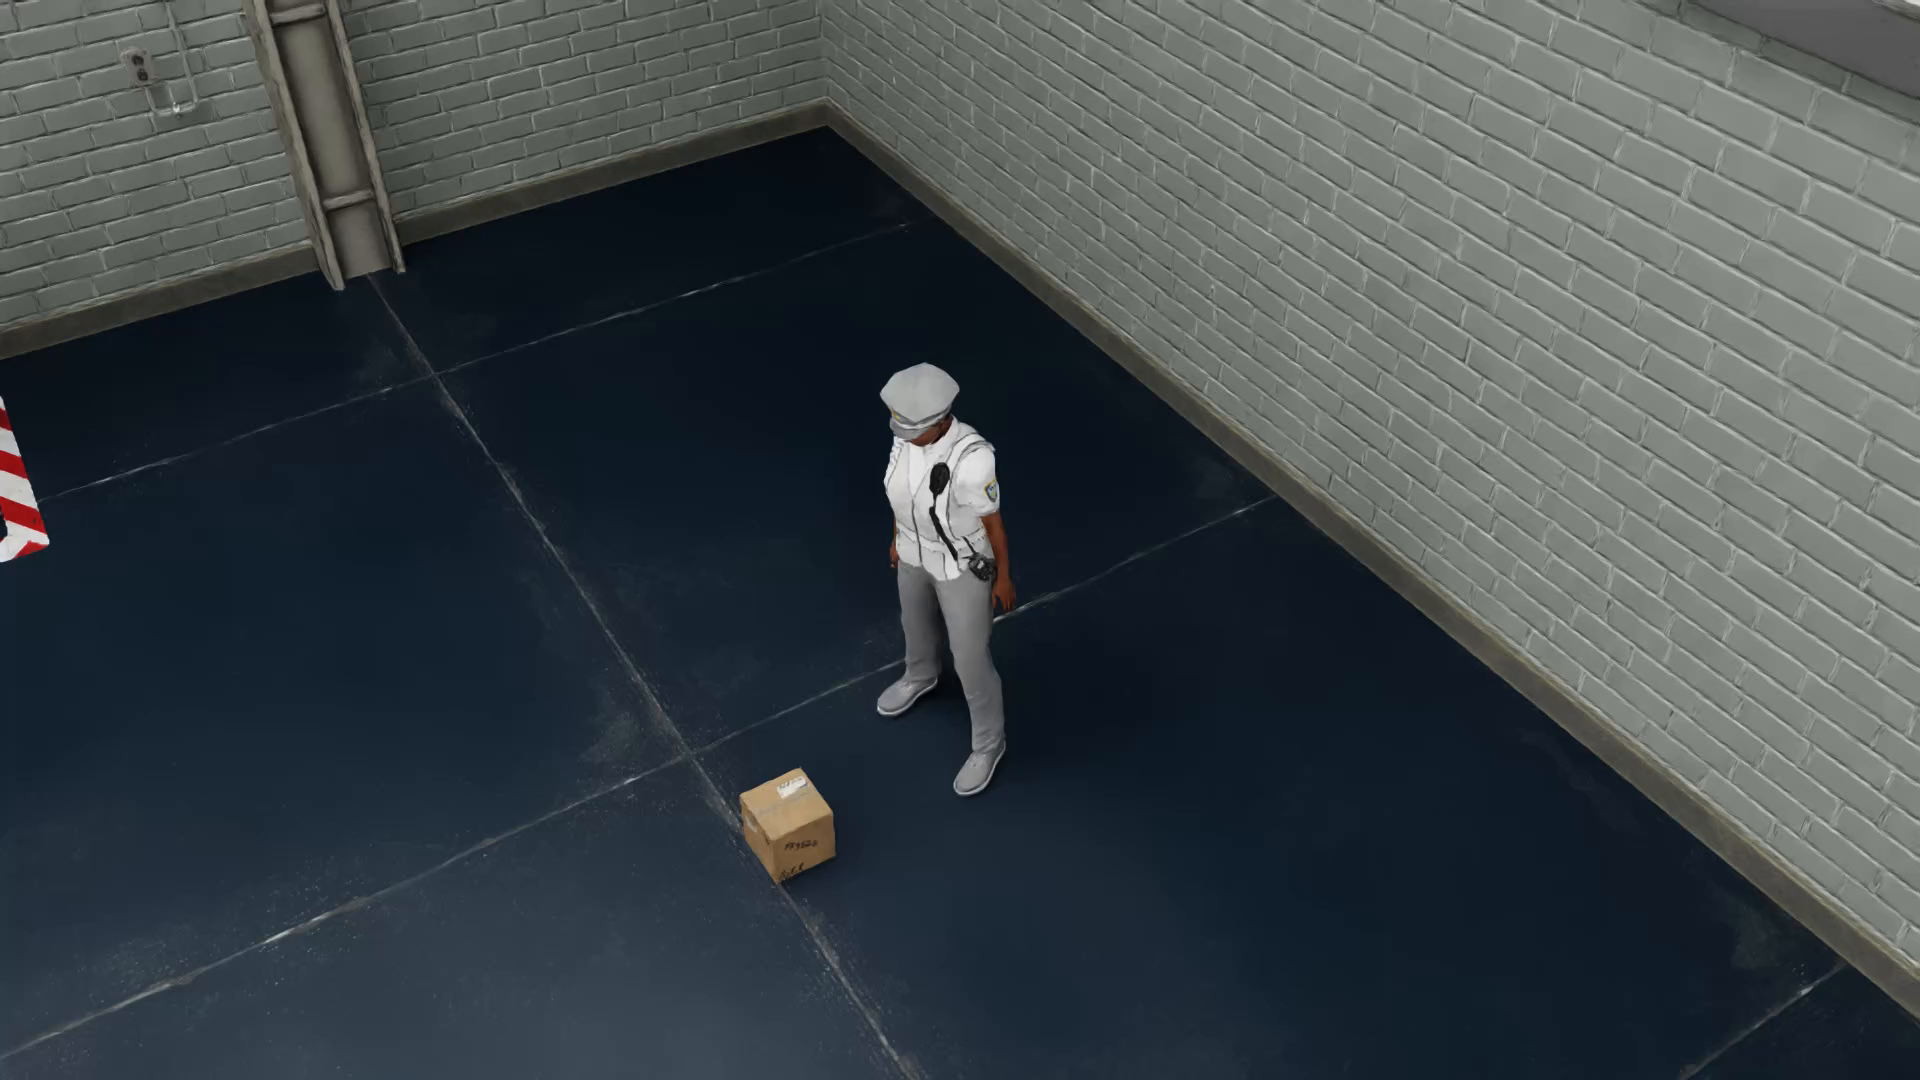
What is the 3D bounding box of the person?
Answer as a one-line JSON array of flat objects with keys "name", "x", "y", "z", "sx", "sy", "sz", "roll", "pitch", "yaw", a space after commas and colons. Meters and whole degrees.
[{"name": "person", "x": -0.054, "y": 0.126, "z": 5.988, "sx": 0.623, "sy": 1.656, "sz": 0.429, "roll": 30, "pitch": 49, "yaw": 30}]
